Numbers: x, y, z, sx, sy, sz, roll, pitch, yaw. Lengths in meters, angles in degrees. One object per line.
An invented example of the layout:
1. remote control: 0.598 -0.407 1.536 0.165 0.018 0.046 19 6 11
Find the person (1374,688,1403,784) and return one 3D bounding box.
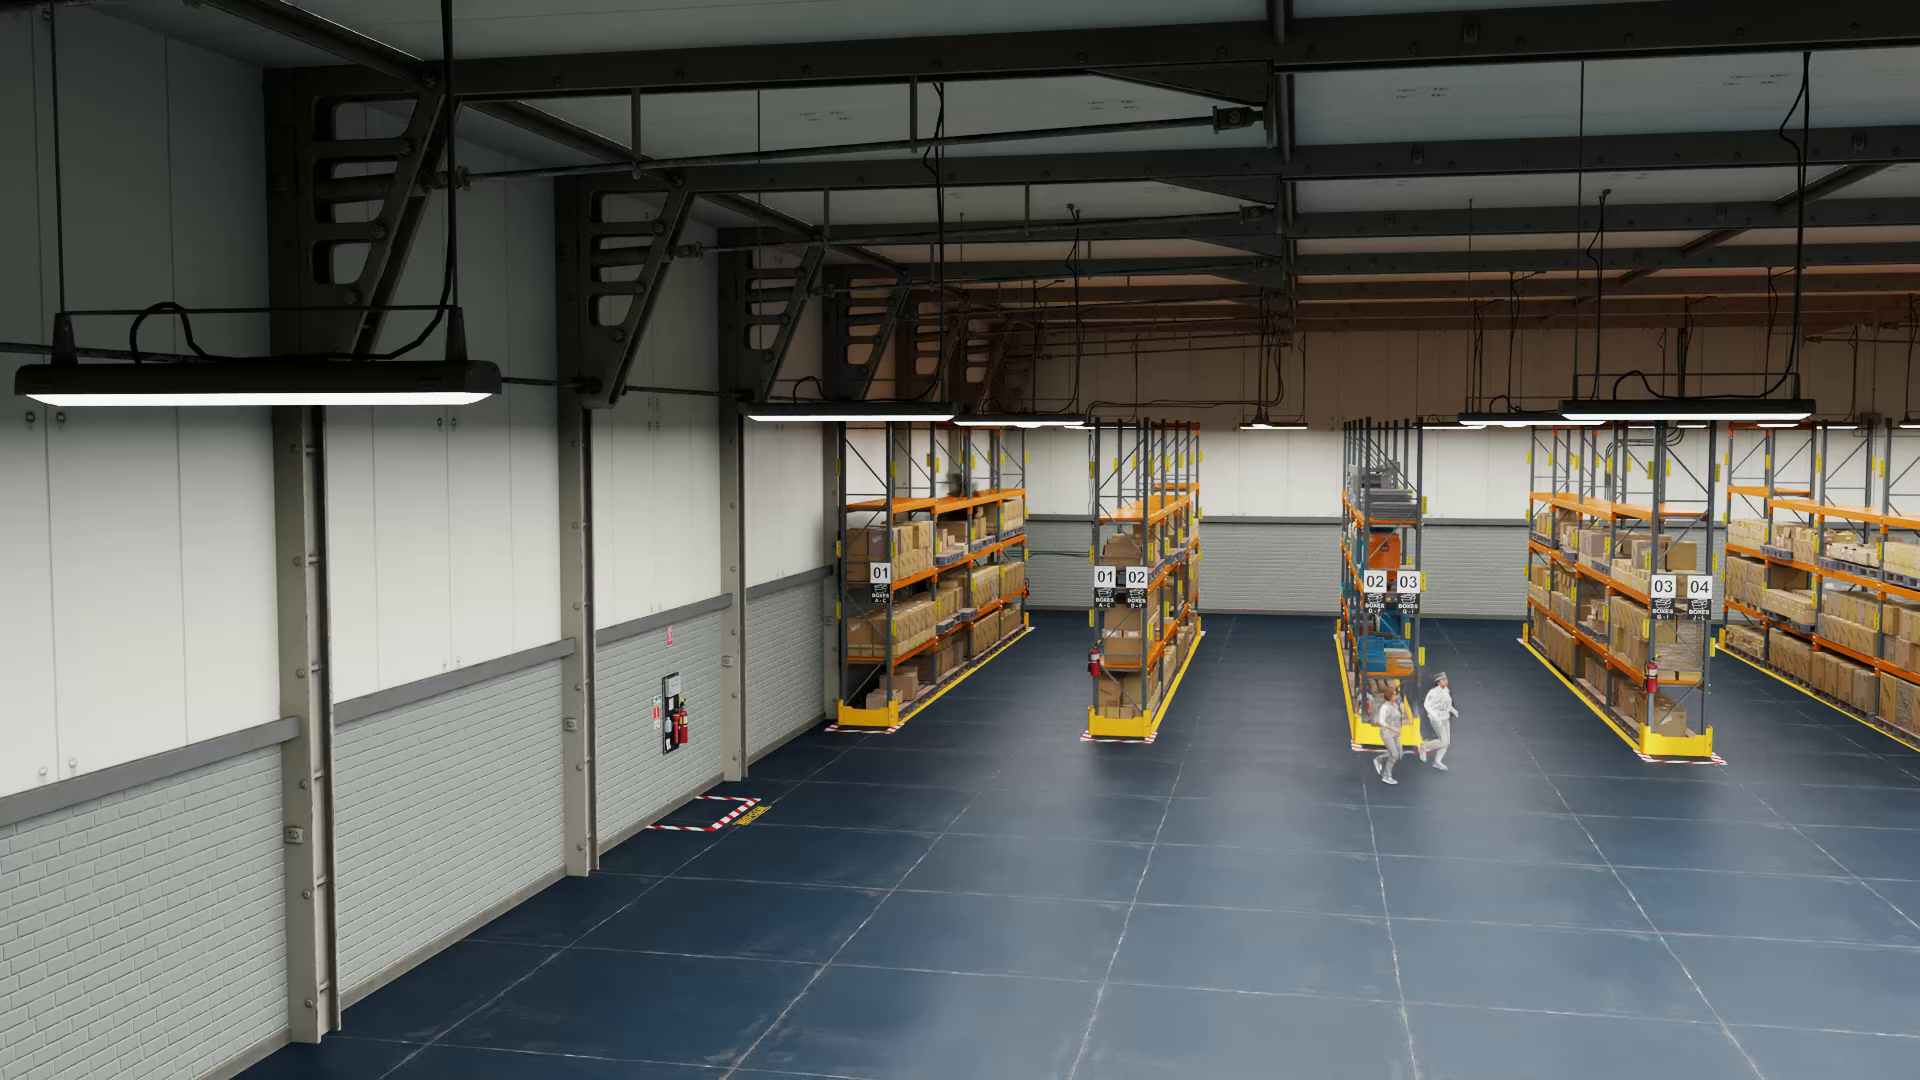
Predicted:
1. person: 6.984 3.185 27.107 0.571 1.556 0.567 3 5 41

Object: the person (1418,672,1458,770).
1. person: 8.171 3.062 28.358 0.611 1.673 0.592 -3 5 -41

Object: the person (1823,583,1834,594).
1. person: 23.726 2.012 44.743 1.005 1.705 0.726 1 4 11
